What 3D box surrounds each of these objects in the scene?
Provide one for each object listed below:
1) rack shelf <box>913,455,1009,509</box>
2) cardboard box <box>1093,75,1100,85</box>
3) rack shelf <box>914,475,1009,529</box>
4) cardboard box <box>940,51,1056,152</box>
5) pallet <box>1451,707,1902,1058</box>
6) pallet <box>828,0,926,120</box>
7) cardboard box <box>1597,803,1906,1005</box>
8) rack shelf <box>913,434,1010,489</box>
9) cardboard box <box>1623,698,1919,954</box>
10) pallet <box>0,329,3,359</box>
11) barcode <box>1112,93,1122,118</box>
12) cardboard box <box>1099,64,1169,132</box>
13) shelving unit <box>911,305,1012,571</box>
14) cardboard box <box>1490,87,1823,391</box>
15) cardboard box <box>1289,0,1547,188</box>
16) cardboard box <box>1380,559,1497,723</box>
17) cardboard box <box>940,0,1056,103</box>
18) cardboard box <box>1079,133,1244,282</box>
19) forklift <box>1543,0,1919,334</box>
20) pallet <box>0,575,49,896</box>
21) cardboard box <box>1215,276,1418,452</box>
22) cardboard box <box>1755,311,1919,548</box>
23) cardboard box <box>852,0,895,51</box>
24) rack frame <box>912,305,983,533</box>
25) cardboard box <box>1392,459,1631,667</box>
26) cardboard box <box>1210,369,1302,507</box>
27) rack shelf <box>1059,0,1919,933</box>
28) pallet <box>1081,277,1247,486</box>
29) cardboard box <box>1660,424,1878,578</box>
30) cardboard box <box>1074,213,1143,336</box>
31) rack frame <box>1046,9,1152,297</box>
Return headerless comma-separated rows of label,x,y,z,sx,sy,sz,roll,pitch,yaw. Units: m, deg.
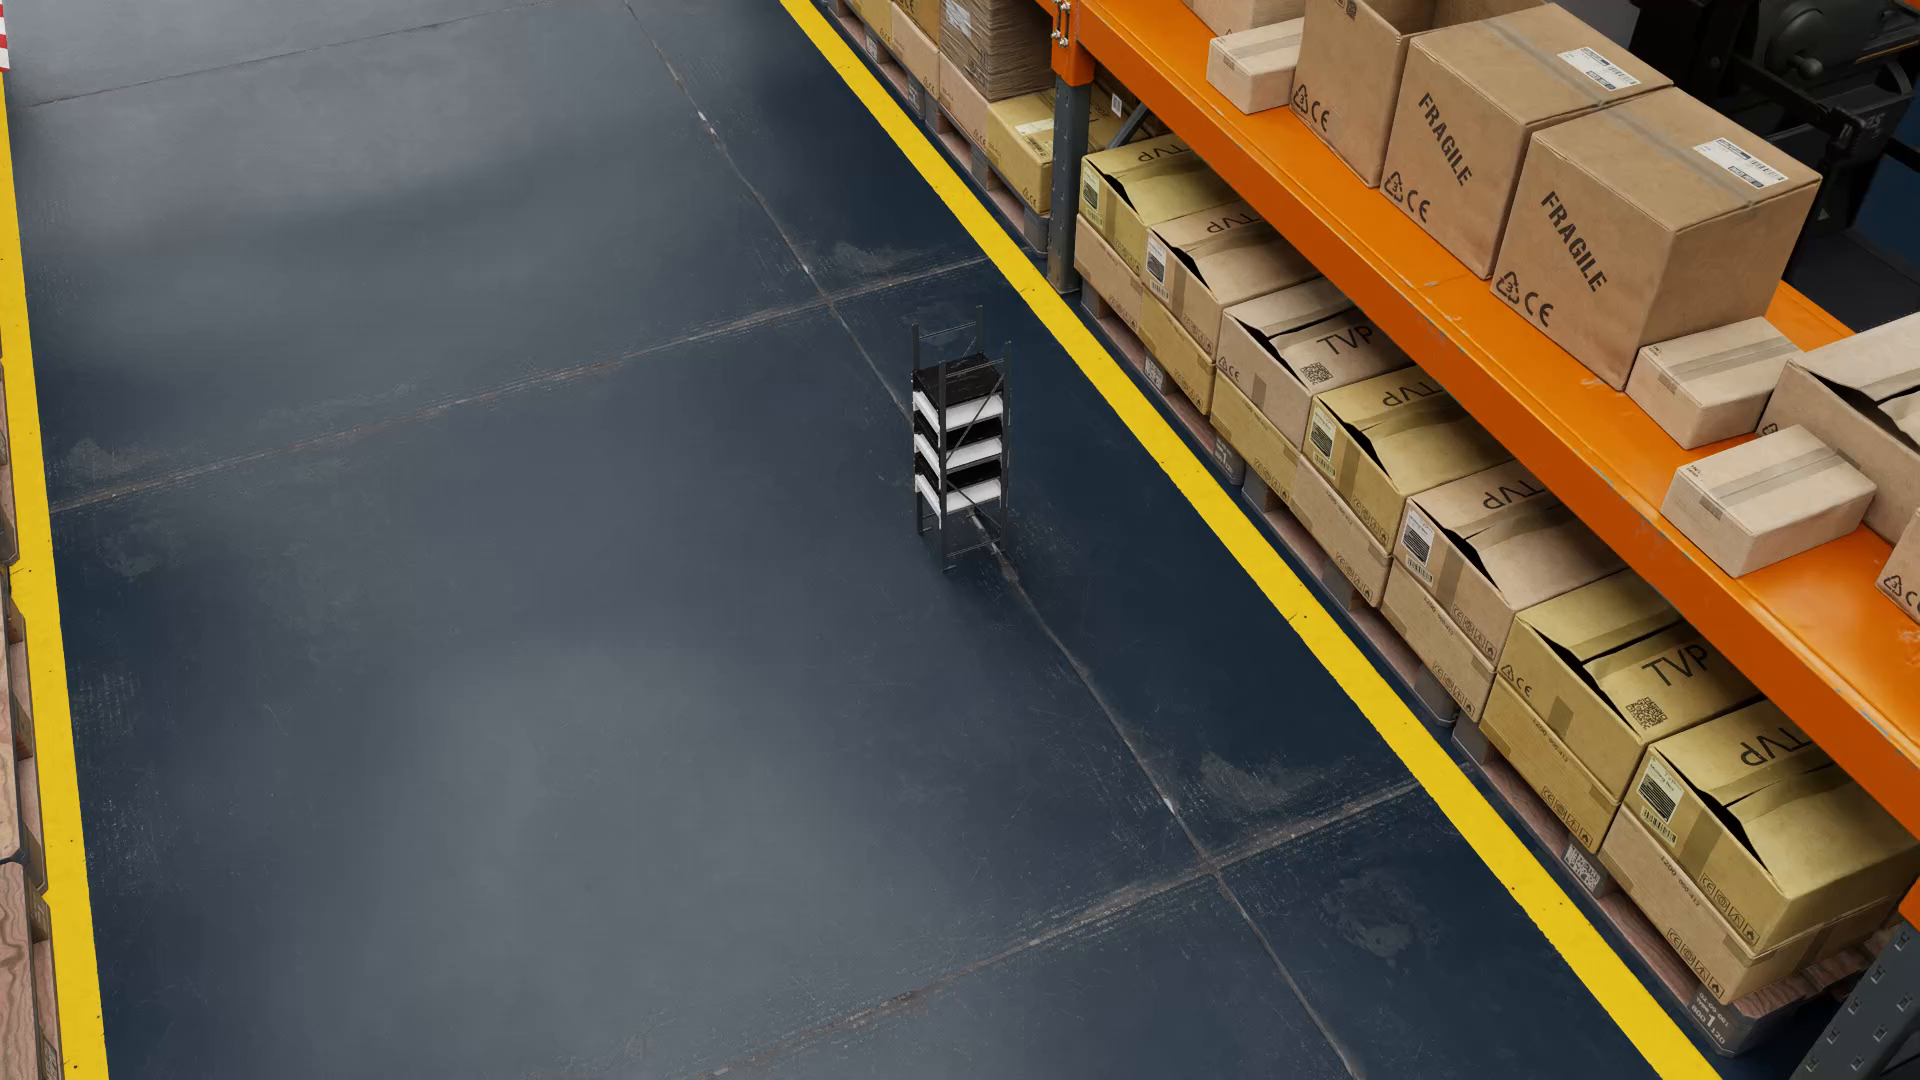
rack shelf,0.003,-0.227,5.515,0.258,0.077,0.200,-18,47,-17
cardboard box,0.709,-2.118,7.419,0.500,0.250,0.500,-18,47,-17
rack shelf,0.003,-0.163,5.579,0.258,0.077,0.200,-18,47,-17
cardboard box,0.240,-1.965,7.264,0.500,0.250,0.500,-18,47,-17
pallet,2.205,0.764,4.826,1.003,0.211,1.213,-18,47,-17
pallet,0.021,-2.547,8.181,1.003,0.211,1.213,-18,47,-17
cardboard box,2.073,0.873,4.388,0.500,0.250,0.500,-17,47,-16
rack shelf,0.003,-0.291,5.452,0.258,0.077,0.200,-18,47,-17
cardboard box,2.072,0.676,4.189,0.500,0.311,0.500,-17,47,-16
pallet,-4.423,-1.007,6.621,1.003,0.211,1.213,-18,47,-17
barcode,0.564,-1.565,5.983,0.001,0.075,0.075,-18,47,-17
cardboard box,0.923,-2.067,6.834,0.500,0.500,0.500,-18,47,-17
shelving unit,0.003,-0.315,5.429,0.258,0.900,0.210,-18,47,-17
cardboard box,1.796,-0.793,4.346,0.500,0.500,0.500,-20,48,-20
cardboard box,1.364,-1.447,5.010,0.500,0.500,0.500,-15,47,-15
cardboard box,1.645,0.225,5.045,0.500,0.250,0.500,-17,47,-17
cardboard box,0.241,-2.232,7.002,0.500,0.500,0.500,-18,47,-17
cardboard box,0.782,-1.275,6.166,0.500,0.311,0.500,-18,47,-17
forklift,3.083,-1.715,5.401,1.130,2.935,3.031,-19,48,-18
pallet,-3.296,0.700,4.890,1.003,0.211,1.213,-18,47,-17
cardboard box,1.206,-0.625,5.507,0.500,0.311,0.500,-20,48,-19
cardboard box,2.316,-0.288,3.970,0.500,0.311,0.500,-19,48,-18
cardboard box,-0.195,-2.598,7.906,0.500,0.250,0.500,-18,47,-17
rack frame,-0.039,-0.380,5.494,0.240,0.900,0.006,-18,47,-17
cardboard box,1.638,0.024,4.849,0.500,0.311,0.500,-18,47,-18
cardboard box,1.213,-0.427,5.706,0.500,0.250,0.500,-19,48,-19
rack shelf,1.675,-0.711,4.847,1.077,0.370,4.000,-18,47,-17
pallet,1.179,-0.791,6.401,1.003,0.211,1.213,-18,47,-17
cardboard box,1.887,-0.095,3.889,0.380,0.149,0.250,-18,47,-17
cardboard box,0.779,-1.082,6.370,0.500,0.250,0.500,-19,48,-18
rack frame,0.834,-2.242,5.886,1.000,3.000,0.127,-18,47,-17
